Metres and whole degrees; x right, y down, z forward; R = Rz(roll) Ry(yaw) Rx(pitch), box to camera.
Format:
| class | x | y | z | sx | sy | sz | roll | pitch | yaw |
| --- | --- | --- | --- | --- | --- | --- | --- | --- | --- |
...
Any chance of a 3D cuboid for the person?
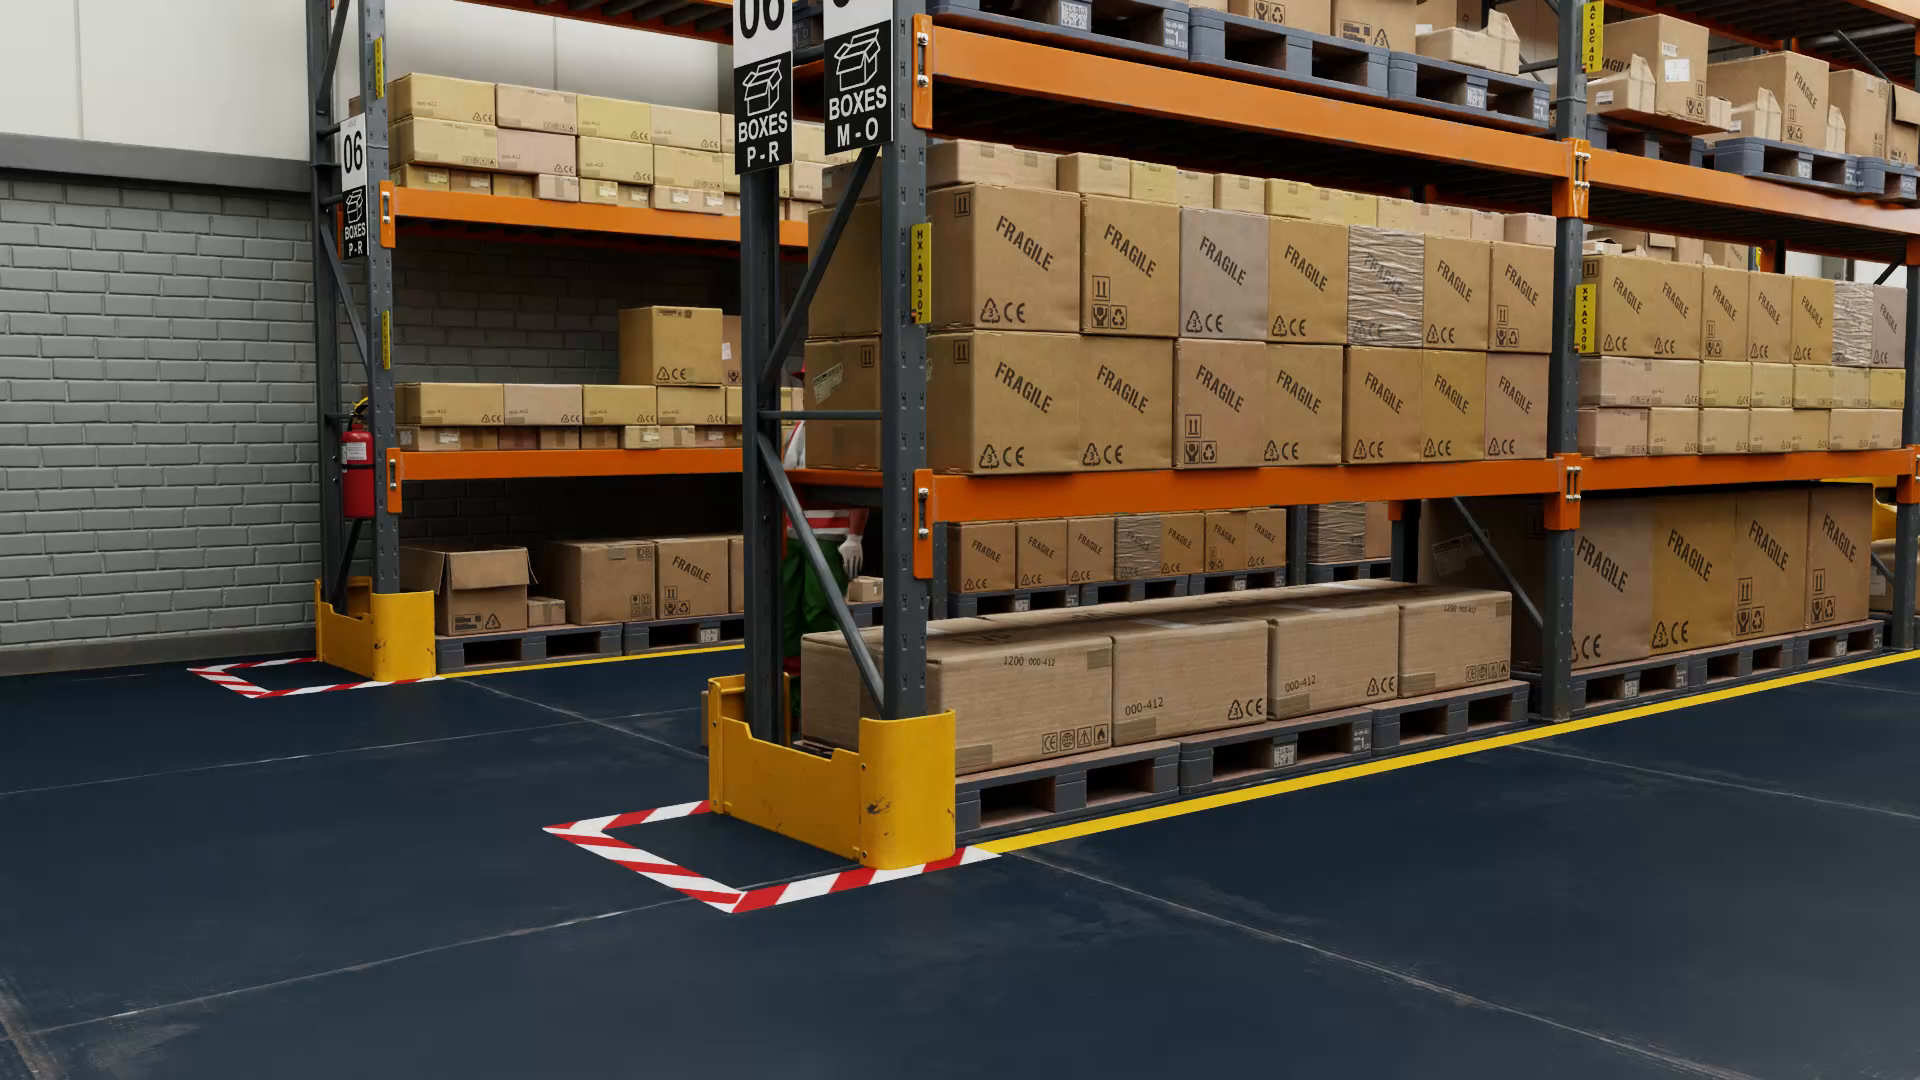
| class | x | y | z | sx | sy | sz | roll | pitch | yaw |
| --- | --- | --- | --- | --- | --- | --- | --- | --- | --- |
| person | -0.707 | 0.016 | 7.817 | 0.558 | 1.783 | 0.640 | 4 | 6 | 42 |
